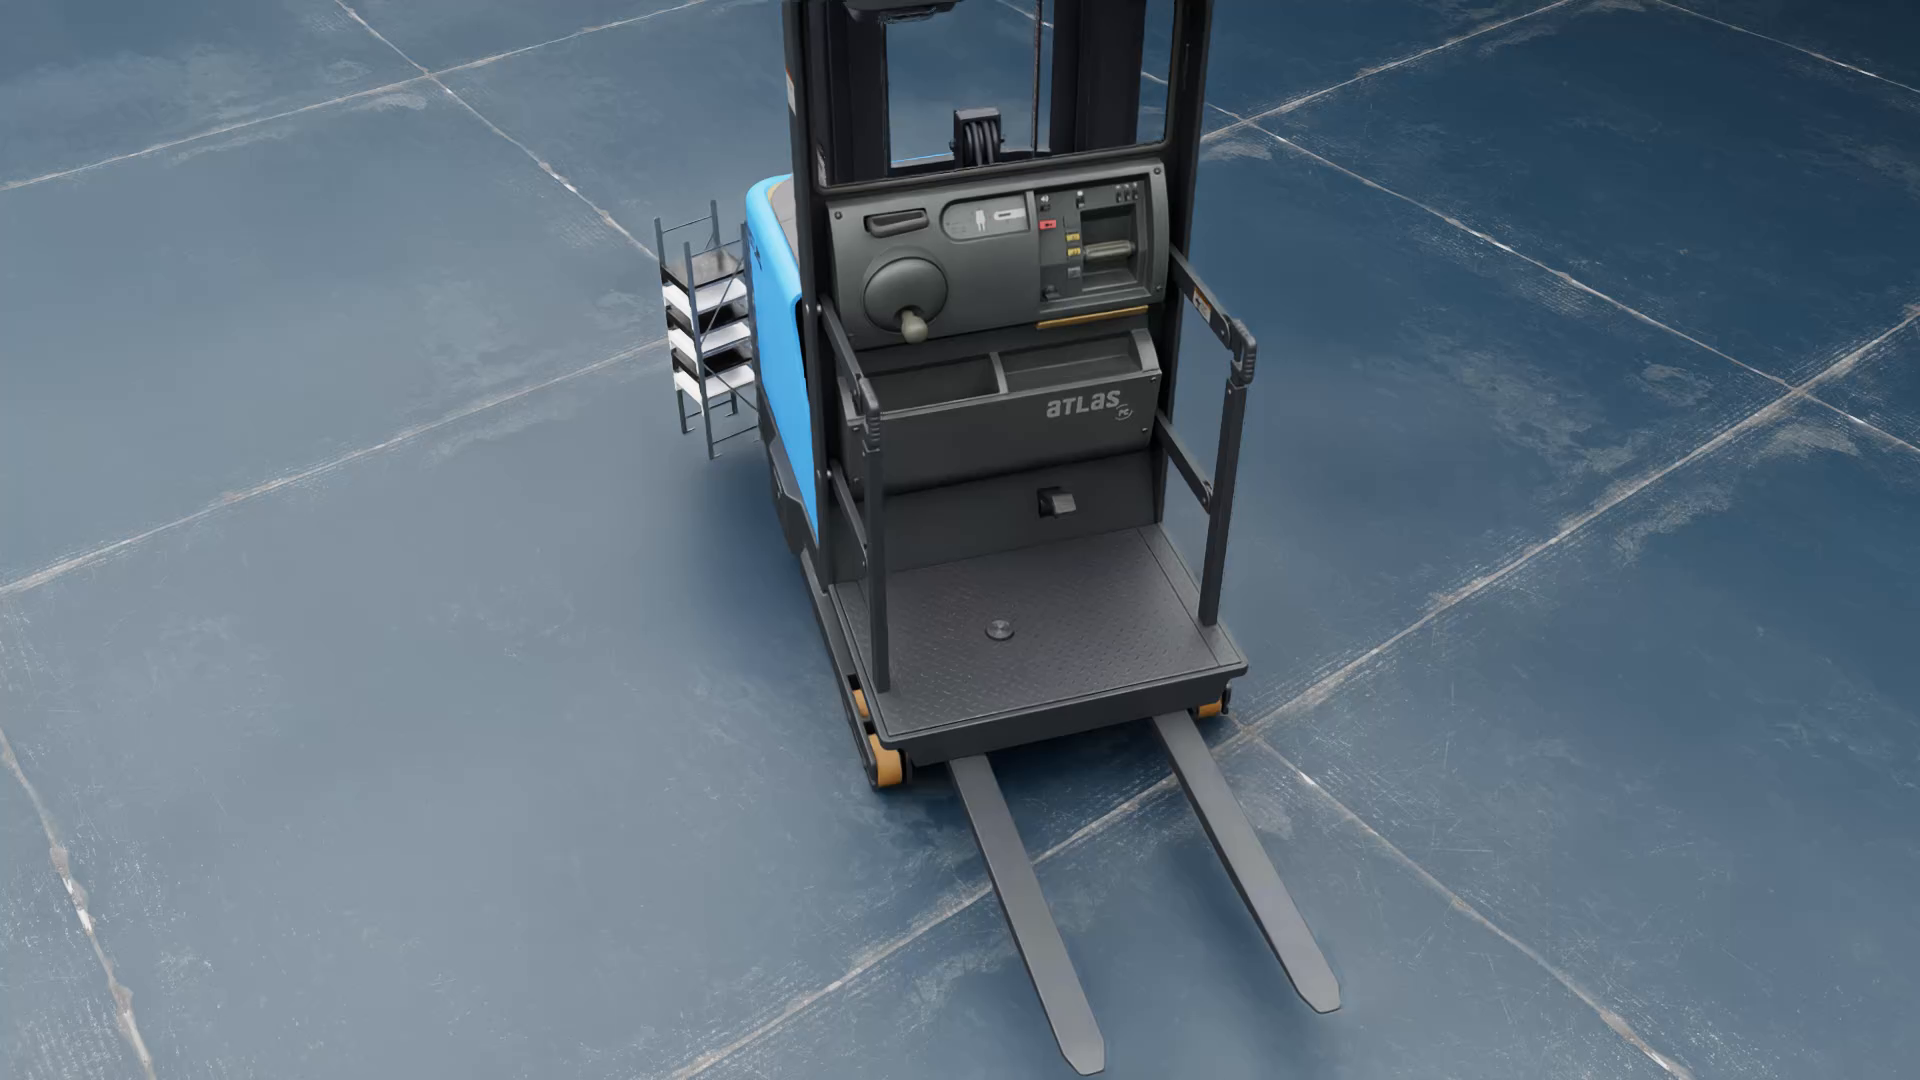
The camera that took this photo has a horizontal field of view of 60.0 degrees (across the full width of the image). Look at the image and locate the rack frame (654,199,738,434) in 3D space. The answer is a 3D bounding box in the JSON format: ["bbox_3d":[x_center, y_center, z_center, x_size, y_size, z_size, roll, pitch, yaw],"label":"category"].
[{"bbox_3d":[-0.946,-0.791,6.005,0.240,0.900,0.006,-25,46,-27],"label":"rack frame"}]

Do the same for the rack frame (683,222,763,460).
[{"bbox_3d":[-0.825,-0.688,5.879,0.240,0.900,0.006,-25,46,-27],"label":"rack frame"}]

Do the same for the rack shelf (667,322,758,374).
[{"bbox_3d":[-0.885,-0.714,5.963,0.258,0.077,0.200,-25,46,-27],"label":"rack shelf"}]

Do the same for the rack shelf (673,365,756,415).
[{"bbox_3d":[-0.885,-0.575,6.077,0.258,0.077,0.200,-25,46,-27],"label":"rack shelf"}]

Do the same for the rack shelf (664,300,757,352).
[{"bbox_3d":[-0.885,-0.784,5.906,0.258,0.077,0.200,-25,46,-27],"label":"rack shelf"}]

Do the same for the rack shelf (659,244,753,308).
[{"bbox_3d":[-0.885,-0.923,5.792,0.258,0.077,0.200,-25,46,-27],"label":"rack shelf"}]

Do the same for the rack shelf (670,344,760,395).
[{"bbox_3d":[-0.885,-0.644,6.020,0.258,0.077,0.200,-25,46,-27],"label":"rack shelf"}]

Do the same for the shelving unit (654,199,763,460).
[{"bbox_3d":[-0.885,-0.740,5.942,0.258,0.900,0.210,-25,46,-27],"label":"shelving unit"}]

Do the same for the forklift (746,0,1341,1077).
[{"bbox_3d":[0.178,-0.692,4.283,1.130,2.935,3.031,-11,41,-13],"label":"forklift"}]

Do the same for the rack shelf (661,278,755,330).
[{"bbox_3d":[-0.885,-0.853,5.849,0.258,0.077,0.200,-25,46,-27],"label":"rack shelf"}]
